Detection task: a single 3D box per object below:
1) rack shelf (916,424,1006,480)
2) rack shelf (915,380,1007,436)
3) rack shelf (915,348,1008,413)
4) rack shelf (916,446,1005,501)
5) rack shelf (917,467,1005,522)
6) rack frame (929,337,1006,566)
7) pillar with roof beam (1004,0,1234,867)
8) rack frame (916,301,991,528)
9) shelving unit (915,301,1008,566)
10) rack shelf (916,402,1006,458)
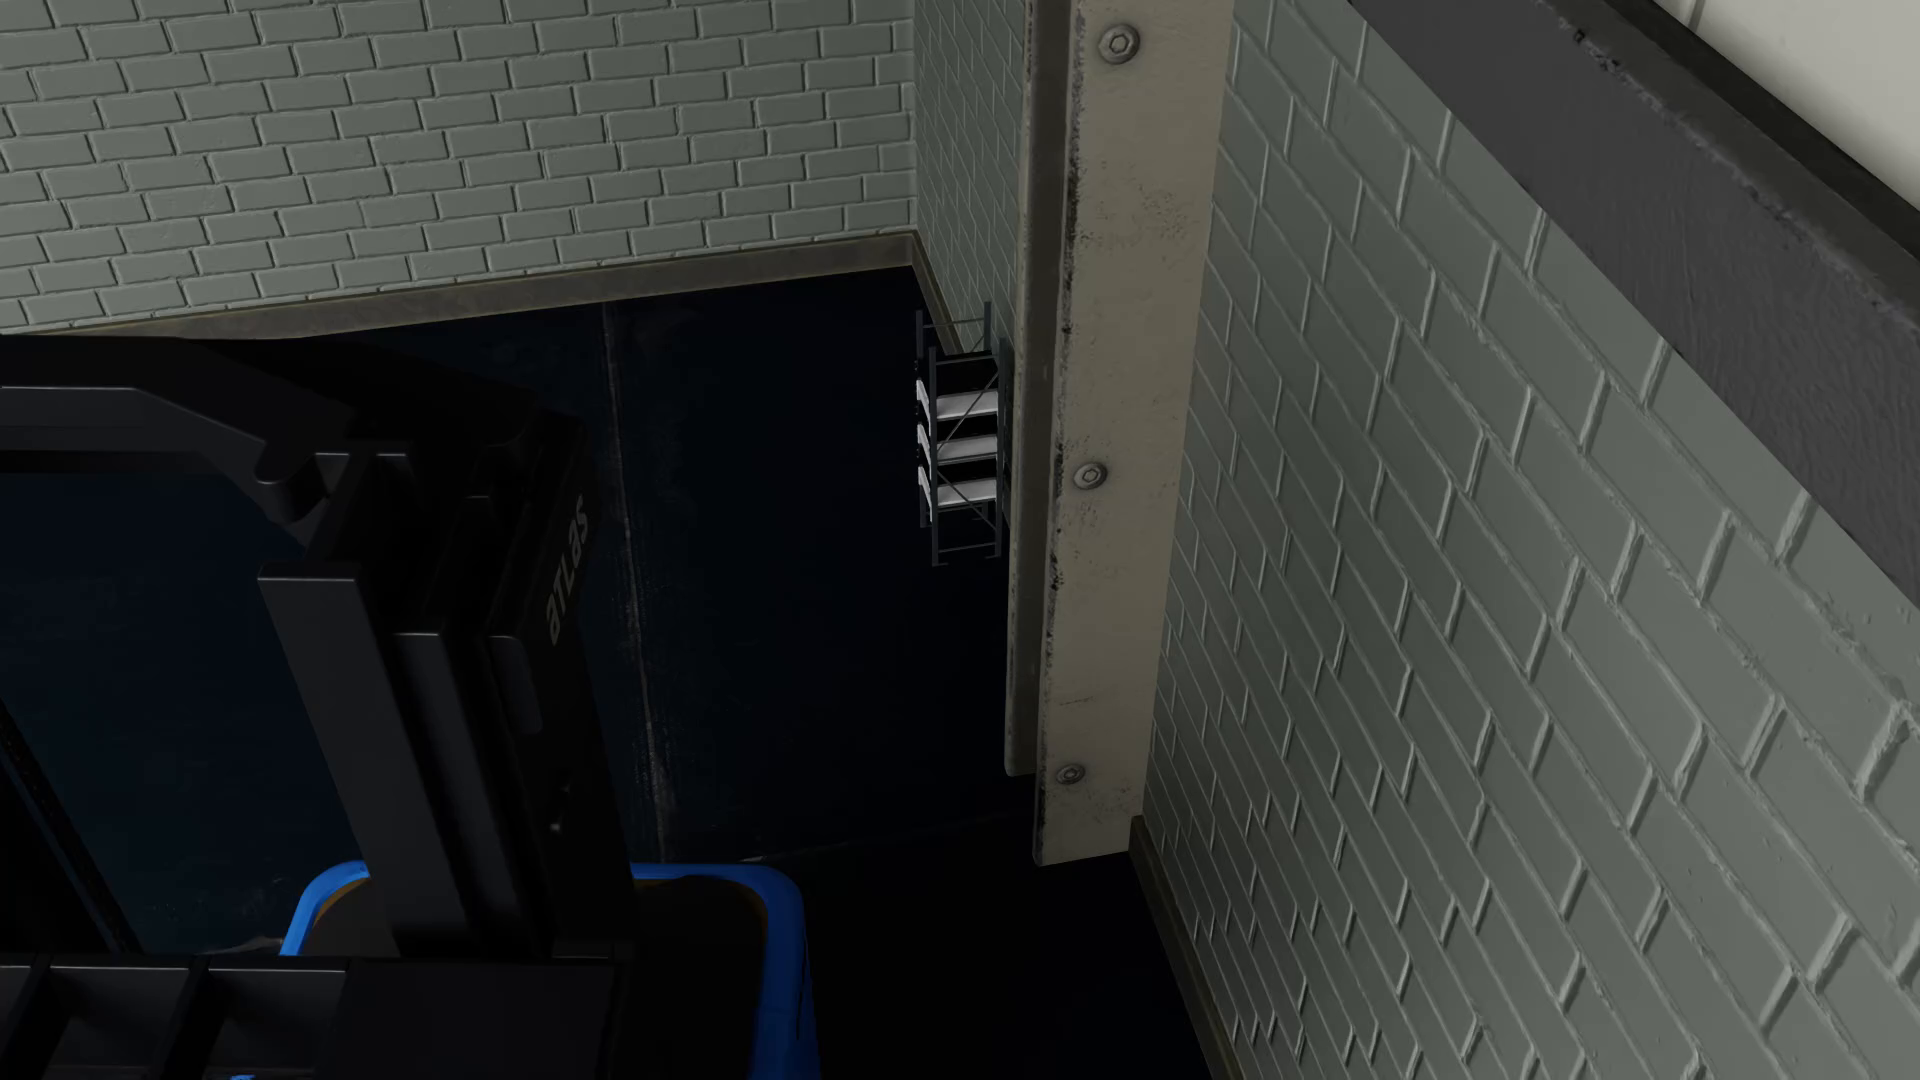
[{"bbox_3d":[0.002,-0.306,5.467,0.258,0.077,0.200,-8,42,-9],"label":"rack shelf"},{"bbox_3d":[0.002,-0.441,5.348,0.258,0.077,0.200,-8,42,-9],"label":"rack shelf"},{"bbox_3d":[0.002,-0.508,5.288,0.258,0.077,0.200,-8,42,-9],"label":"rack shelf"},{"bbox_3d":[0.002,-0.239,5.527,0.258,0.077,0.200,-8,42,-9],"label":"rack shelf"},{"bbox_3d":[0.002,-0.172,5.587,0.258,0.077,0.200,-8,42,-9],"label":"rack shelf"},{"bbox_3d":[0.024,-0.265,5.371,0.240,0.900,0.006,-8,42,-9],"label":"rack frame"},{"bbox_3d":[-3.880,-1.974,1.195,9.100,9.000,0.400,-8,42,-9],"label":"pillar with roof beam"},{"bbox_3d":[-0.020,-0.397,5.520,0.240,0.900,0.006,-8,42,-9],"label":"rack frame"},{"bbox_3d":[0.002,-0.331,5.445,0.258,0.900,0.210,-8,42,-9],"label":"shelving unit"},{"bbox_3d":[0.002,-0.374,5.408,0.258,0.077,0.200,-8,42,-9],"label":"rack shelf"}]
